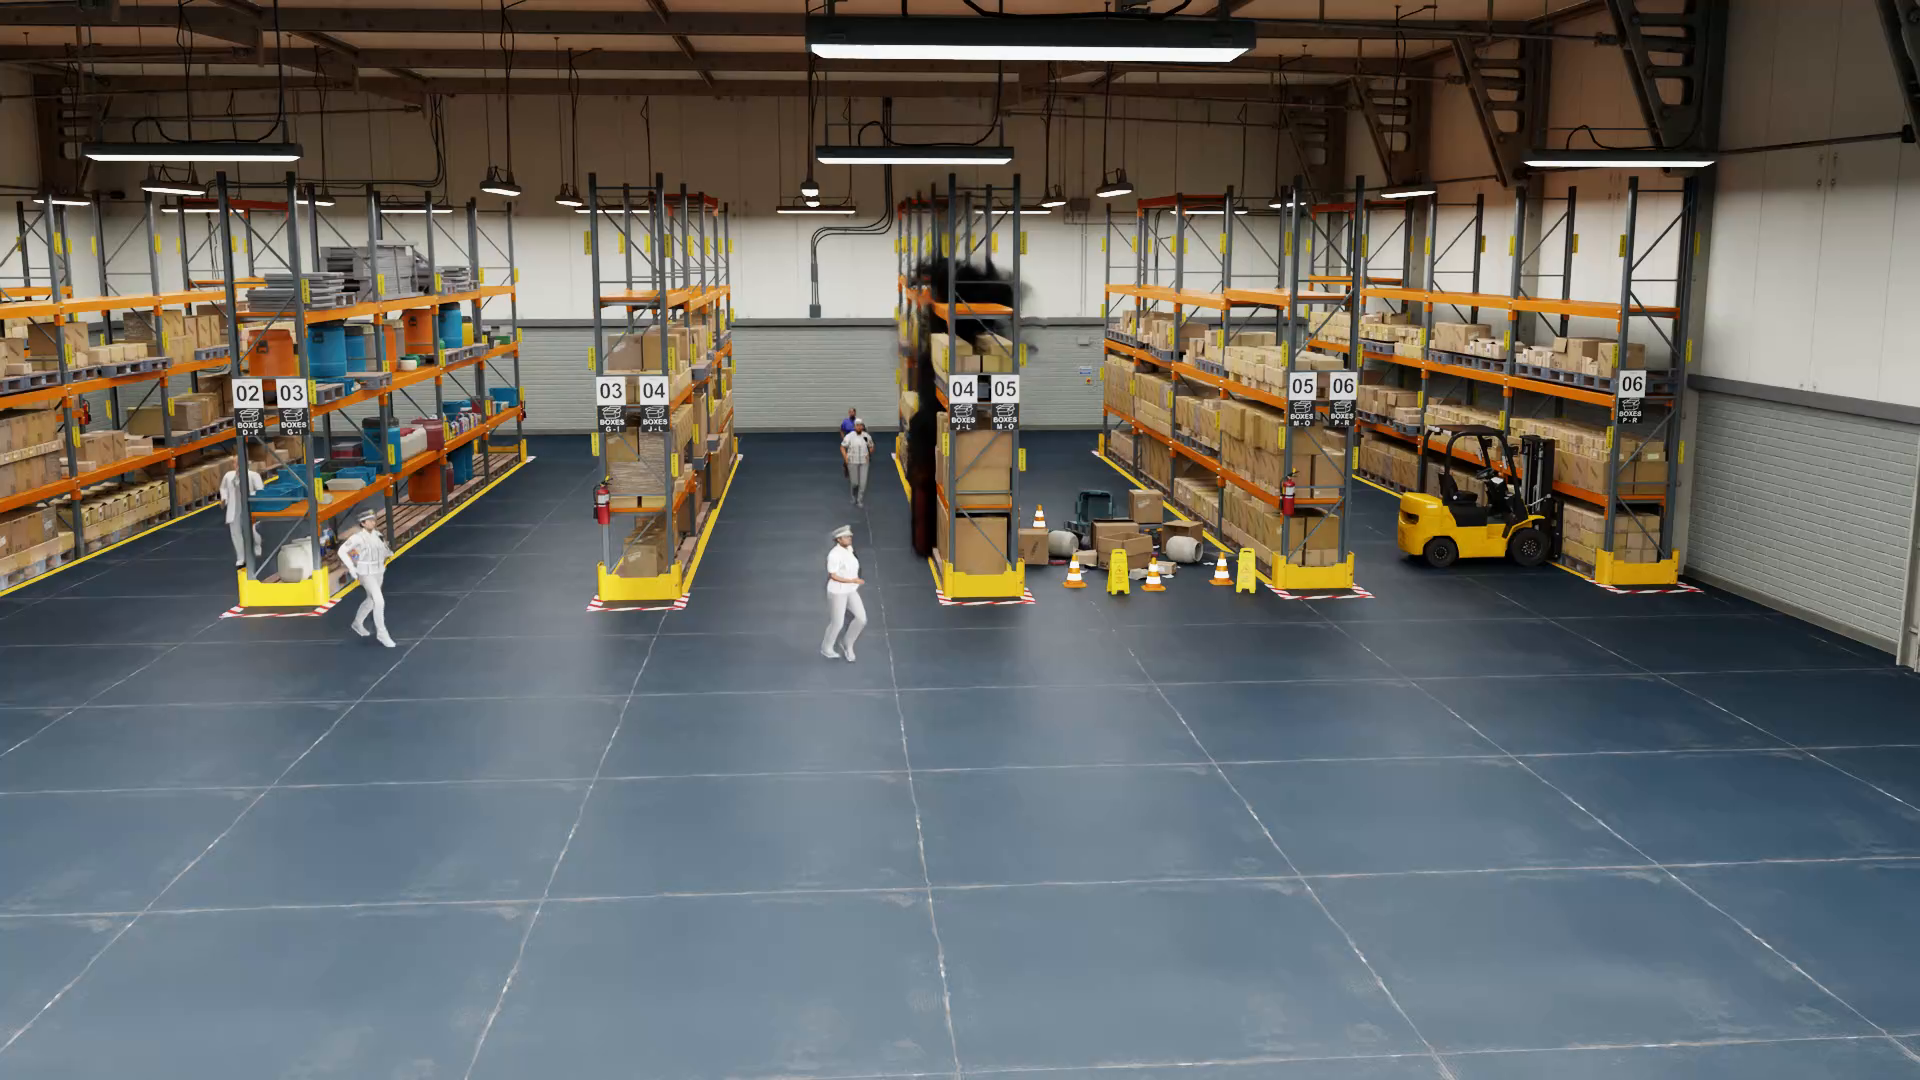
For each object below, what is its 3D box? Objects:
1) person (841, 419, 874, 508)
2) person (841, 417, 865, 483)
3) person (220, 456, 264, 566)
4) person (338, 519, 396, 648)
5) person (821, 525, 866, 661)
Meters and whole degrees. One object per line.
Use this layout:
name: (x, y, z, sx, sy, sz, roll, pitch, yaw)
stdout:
person: (-1.850, -1.403, 30.320, 0.591, 1.620, 0.505, -2, 10, -14)
person: (-2.289, -1.944, 35.670, 0.535, 1.433, 0.519, -1, 10, -3)
person: (-11.412, -0.484, 26.441, 0.716, 1.736, 0.832, -1, 10, -7)
person: (-7.483, 0.490, 21.126, 0.773, 1.703, 0.588, 4, 11, 21)
person: (-1.392, 0.656, 20.209, 0.684, 1.721, 0.587, 7, 12, 34)
